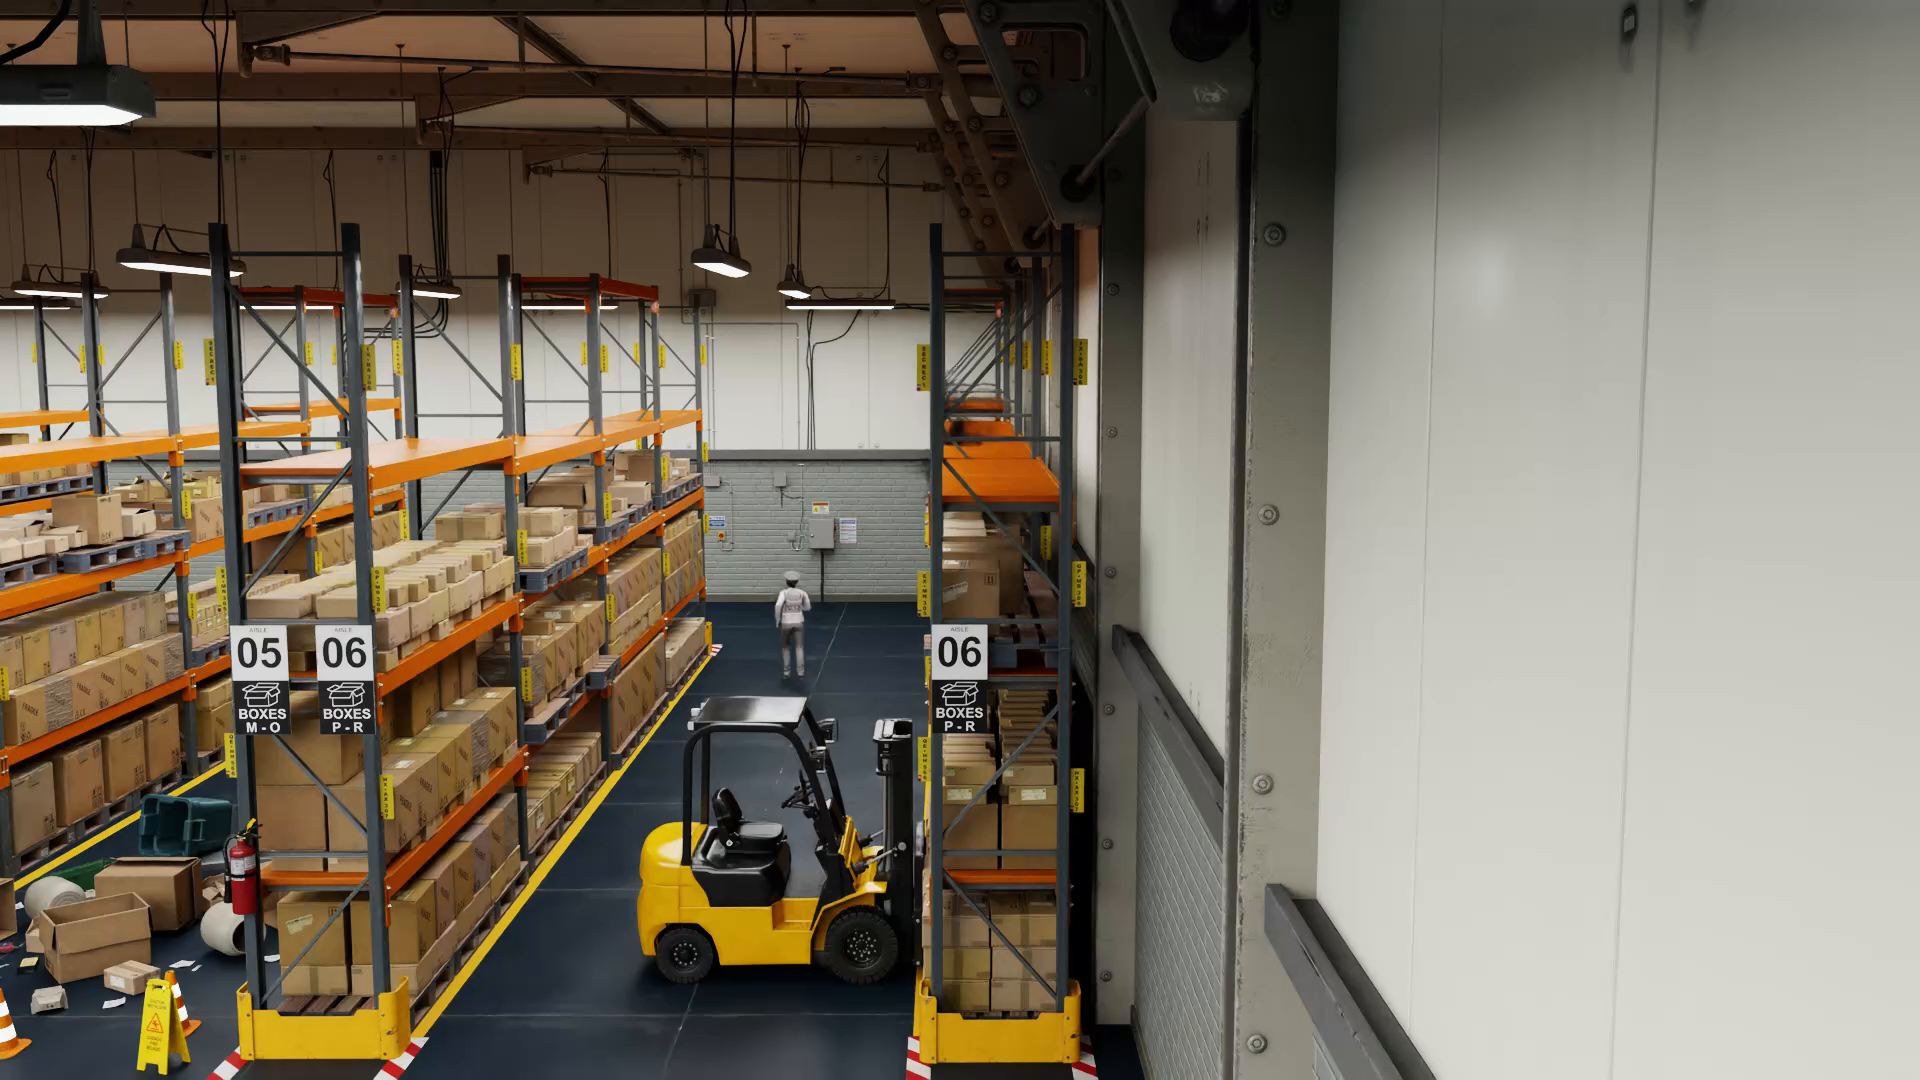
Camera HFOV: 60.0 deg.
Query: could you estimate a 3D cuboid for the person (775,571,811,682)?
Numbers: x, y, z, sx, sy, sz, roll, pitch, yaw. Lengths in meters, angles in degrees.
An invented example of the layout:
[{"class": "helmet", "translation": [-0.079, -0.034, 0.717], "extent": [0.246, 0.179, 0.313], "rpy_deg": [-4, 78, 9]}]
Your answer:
[{"class": "person", "translation": [-2.555, 1.350, 25.458], "extent": [0.612, 1.748, 0.805], "rpy_deg": [-2, 7, -15]}]
